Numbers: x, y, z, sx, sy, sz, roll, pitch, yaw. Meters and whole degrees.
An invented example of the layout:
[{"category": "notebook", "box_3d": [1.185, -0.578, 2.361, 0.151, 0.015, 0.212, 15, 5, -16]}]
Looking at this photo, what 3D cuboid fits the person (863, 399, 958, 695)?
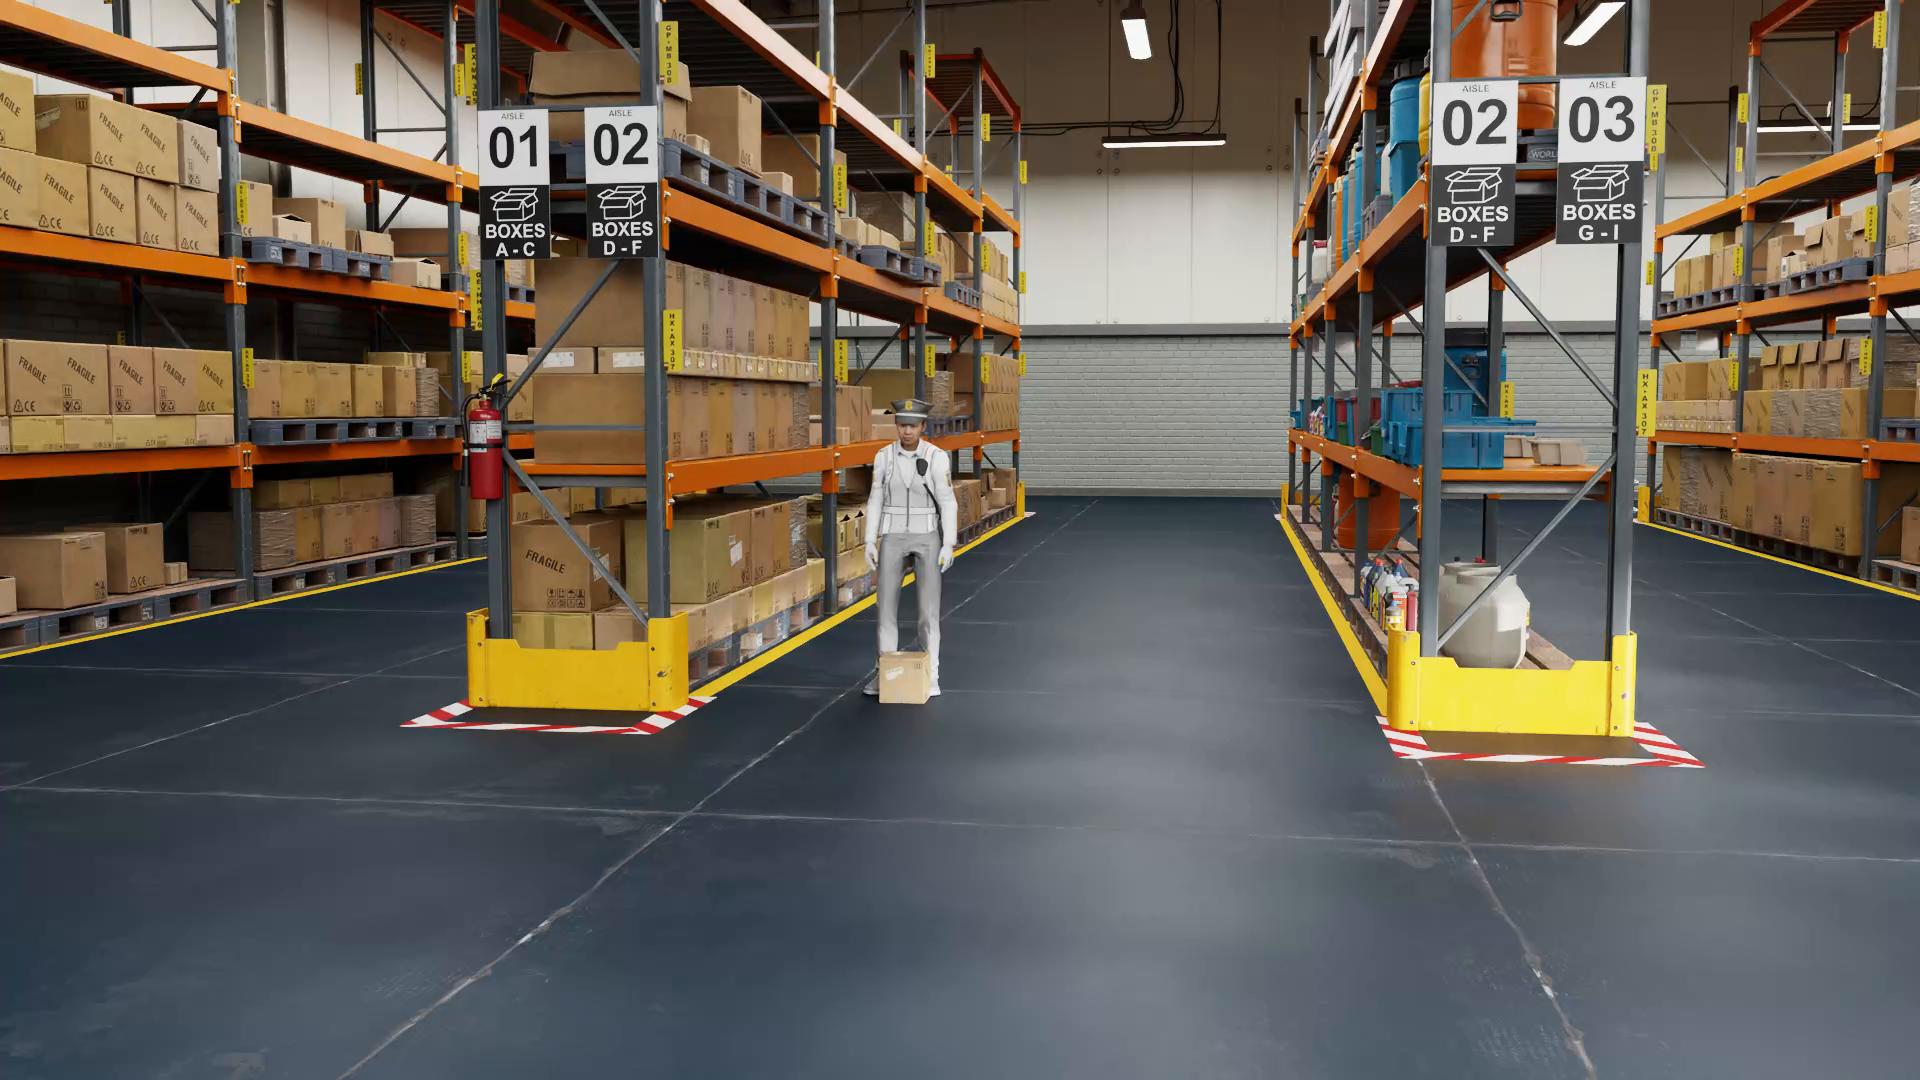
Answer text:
[{"category": "person", "box_3d": [-0.279, 0.038, 9.400, 0.529, 1.663, 0.371, 1, 5, 9]}]
